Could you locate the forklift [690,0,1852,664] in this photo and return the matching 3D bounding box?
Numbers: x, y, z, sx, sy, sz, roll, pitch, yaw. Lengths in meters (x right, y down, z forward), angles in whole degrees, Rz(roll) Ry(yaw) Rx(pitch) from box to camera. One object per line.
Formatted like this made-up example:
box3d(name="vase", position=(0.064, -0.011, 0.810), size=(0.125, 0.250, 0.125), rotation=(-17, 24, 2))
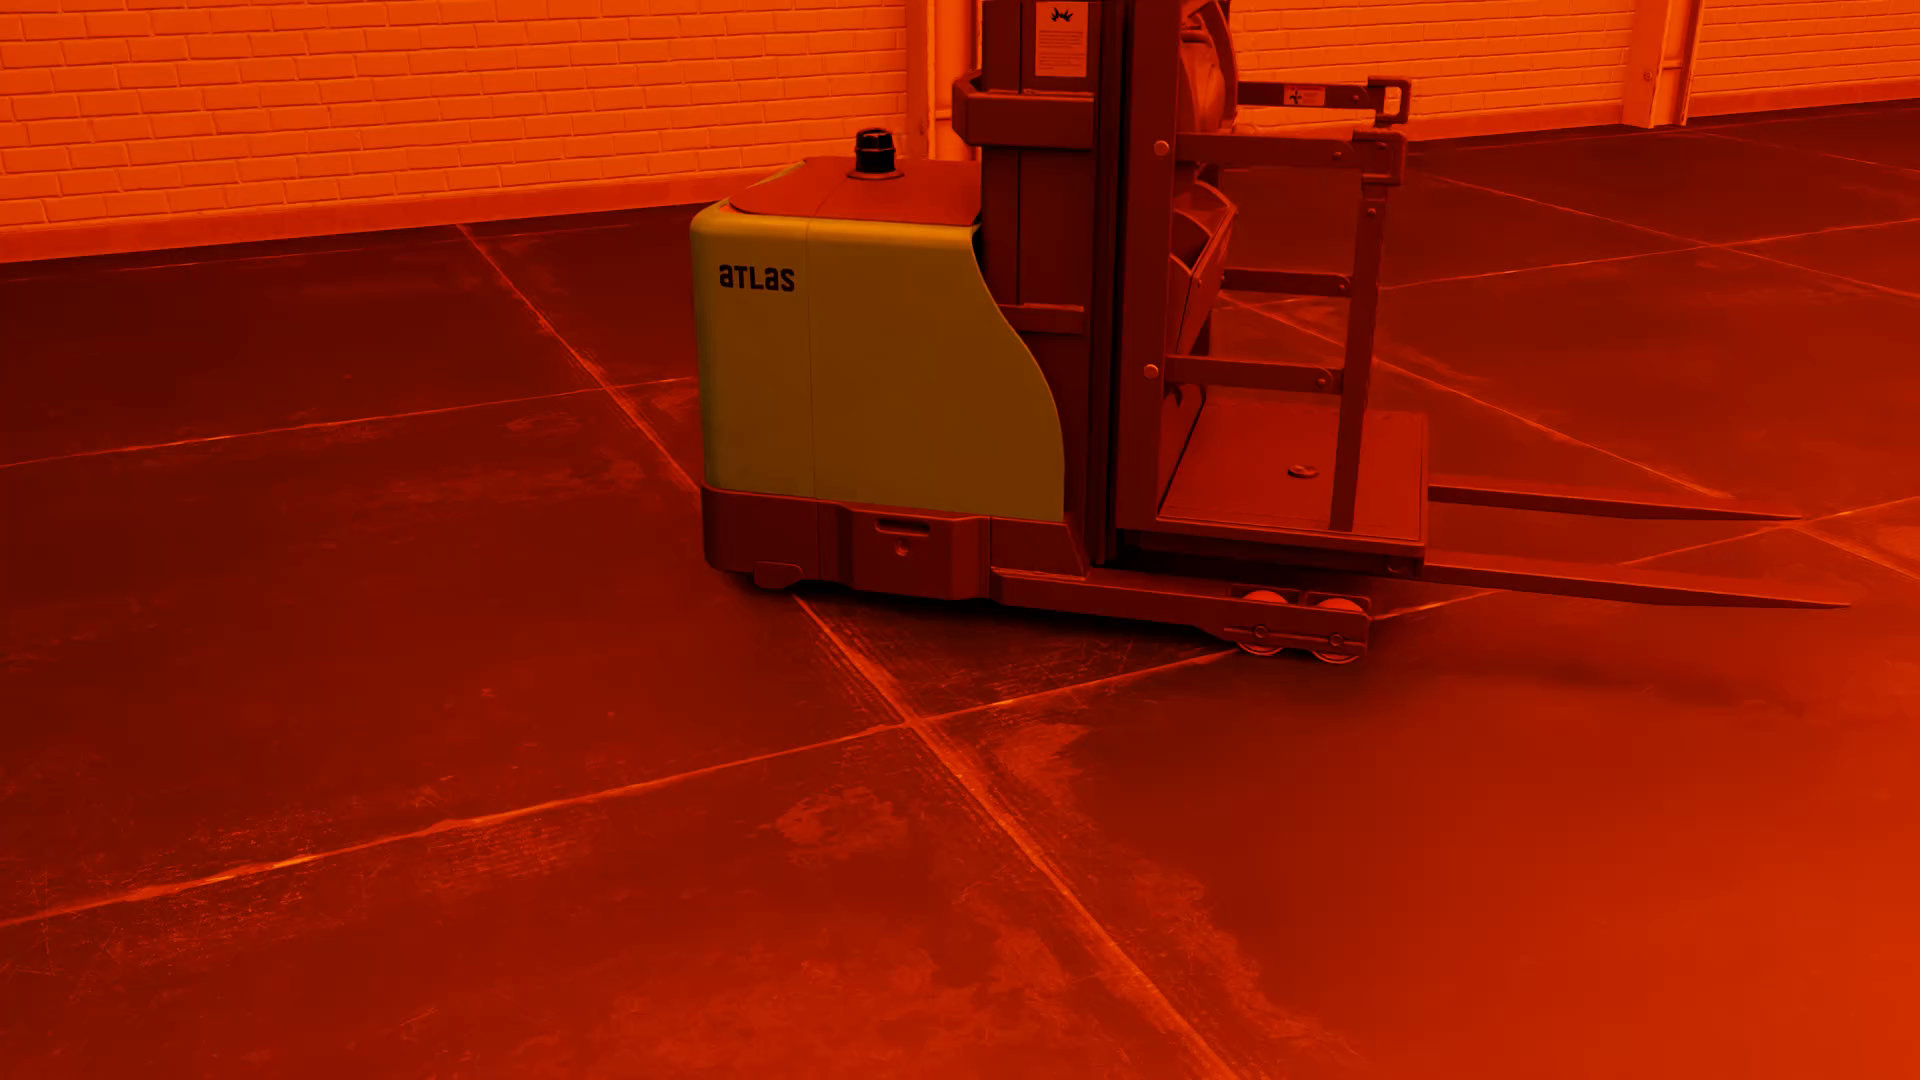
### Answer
box3d(name="forklift", position=(0.839, -1.257, 4.312), size=(3.031, 2.935, 1.130), rotation=(6, 23, 14))
